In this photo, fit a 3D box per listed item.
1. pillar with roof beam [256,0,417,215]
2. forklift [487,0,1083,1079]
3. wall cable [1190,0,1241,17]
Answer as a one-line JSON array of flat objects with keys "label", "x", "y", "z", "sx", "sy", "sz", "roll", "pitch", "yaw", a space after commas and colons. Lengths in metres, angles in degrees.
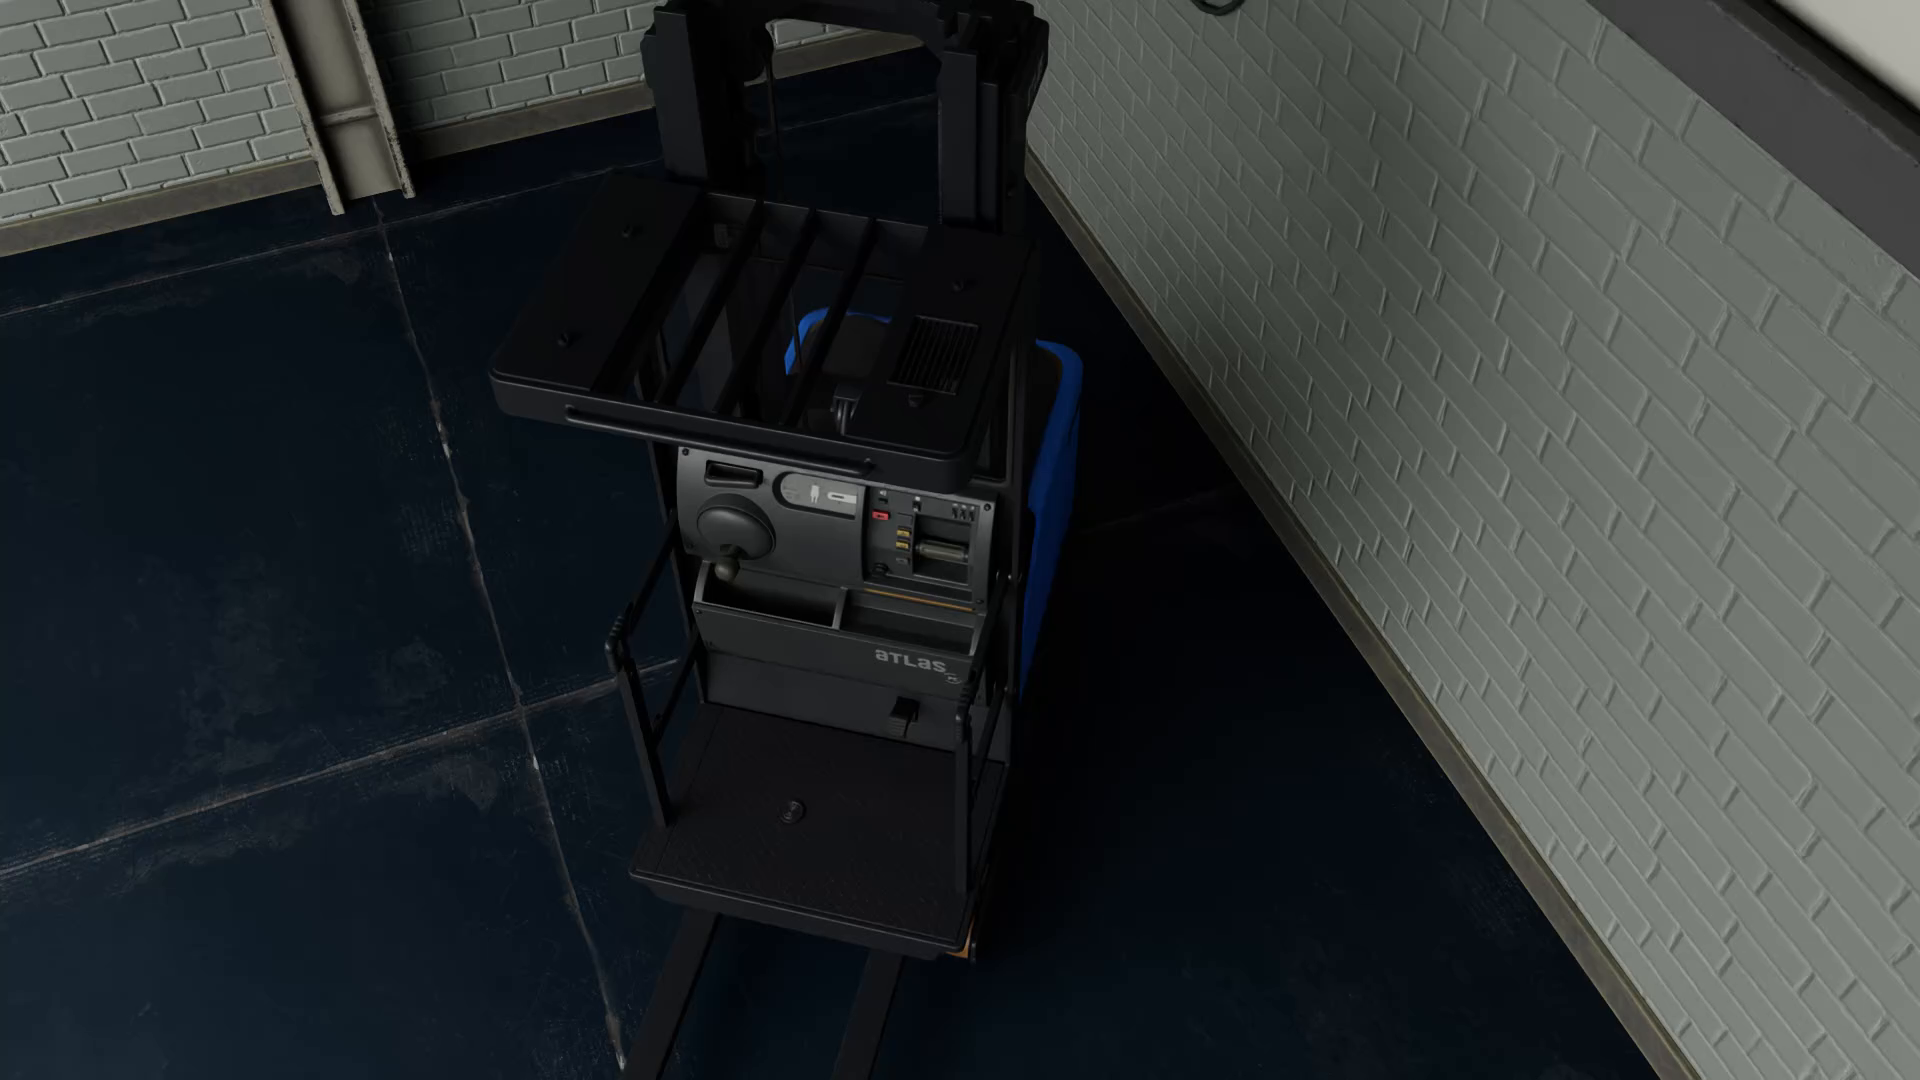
[{"label": "pillar with roof beam", "x": -1.230, "y": -1.618, "z": 2.049, "sx": 0.400, "sy": 9.000, "sz": 9.100, "roll": -17, "pitch": 52, "yaw": -14}, {"label": "forklift", "x": -0.407, "y": 0.073, "z": 4.596, "sx": 1.130, "sy": 2.935, "sz": 3.031, "roll": 11, "pitch": 50, "yaw": 9}, {"label": "wall cable", "x": 0.369, "y": -3.546, "z": 5.751, "sx": 0.112, "sy": 2.526, "sz": 3.097, "roll": -17, "pitch": 52, "yaw": -14}]
